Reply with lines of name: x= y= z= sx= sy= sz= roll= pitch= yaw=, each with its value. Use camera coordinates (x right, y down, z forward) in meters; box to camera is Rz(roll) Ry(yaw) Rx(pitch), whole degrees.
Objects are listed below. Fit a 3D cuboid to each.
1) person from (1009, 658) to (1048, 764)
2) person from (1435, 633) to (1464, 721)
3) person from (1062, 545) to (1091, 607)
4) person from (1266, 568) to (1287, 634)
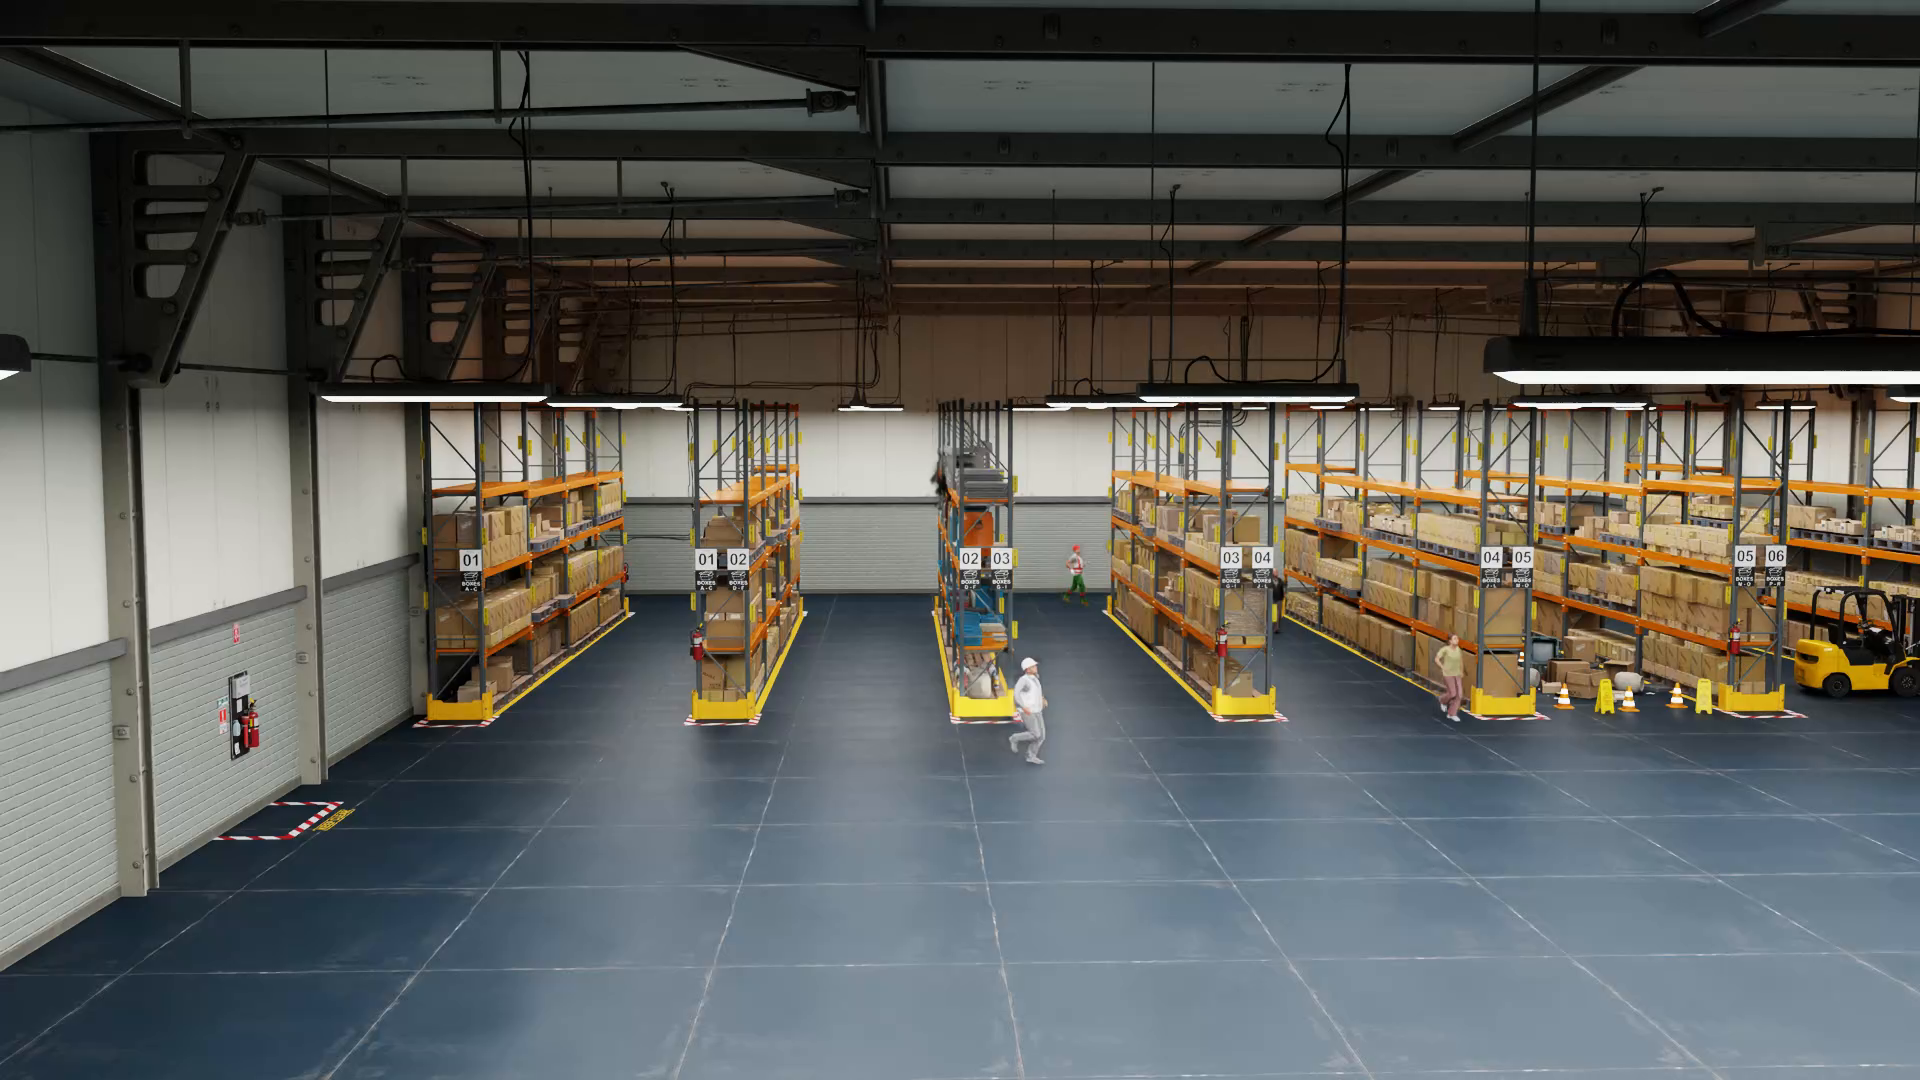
person: x=1.128 y=2.800 z=27.283 sx=0.581 sy=1.736 sz=0.696 roll=3 pitch=5 yaw=30
person: x=9.204 y=2.549 z=31.203 sx=0.615 sy=1.640 sz=0.570 roll=-1 pitch=5 yaw=-18
person: x=3.476 y=1.054 z=49.426 sx=0.917 sy=1.814 sz=0.660 roll=1 pitch=5 yaw=16
person: x=8.239 y=1.593 z=43.442 sx=0.677 sy=1.696 sz=0.905 roll=0 pitch=4 yaw=-2
